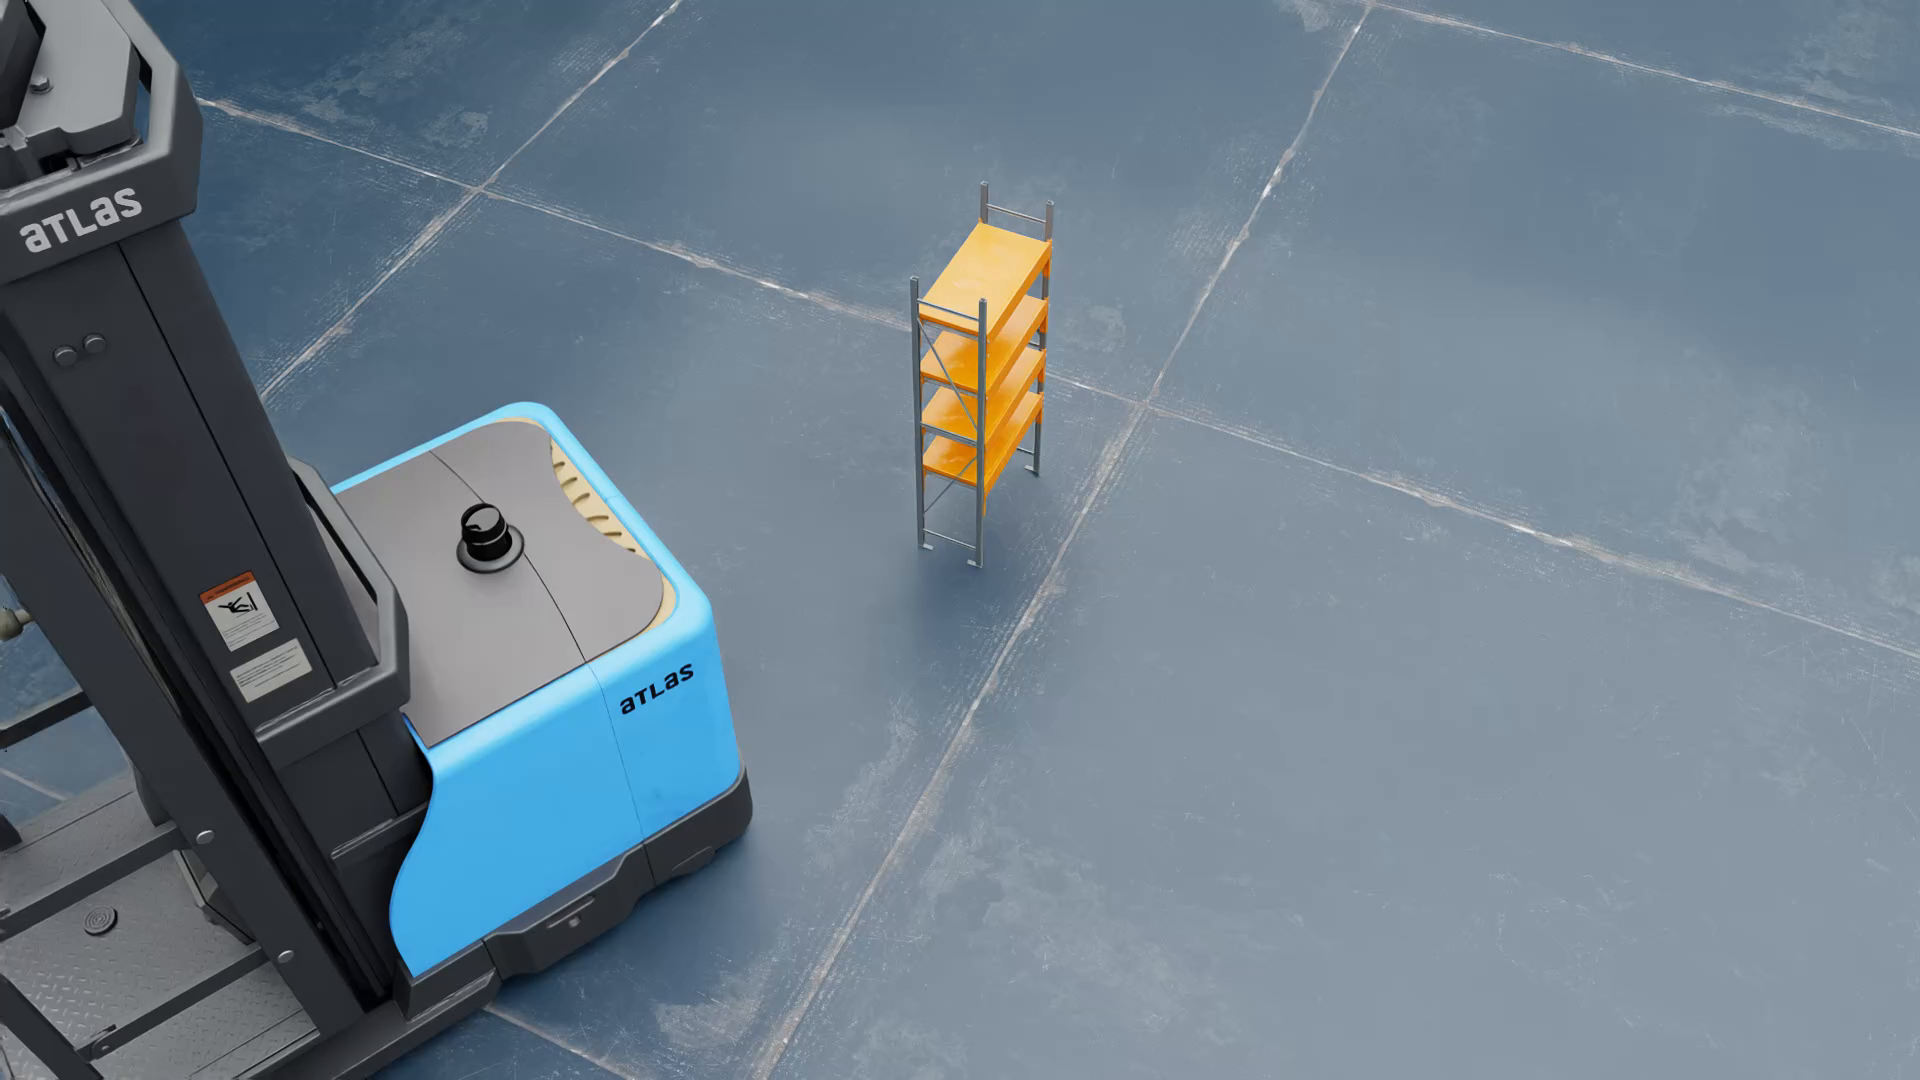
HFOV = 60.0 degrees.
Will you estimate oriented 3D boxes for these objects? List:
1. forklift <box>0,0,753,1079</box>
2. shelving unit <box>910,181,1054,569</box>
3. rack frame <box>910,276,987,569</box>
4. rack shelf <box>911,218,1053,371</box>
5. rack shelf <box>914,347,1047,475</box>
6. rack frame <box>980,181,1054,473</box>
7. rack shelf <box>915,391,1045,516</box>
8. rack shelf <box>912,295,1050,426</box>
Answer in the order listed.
[{"bbox_3d":[-2.103,0.296,3.574,3.031,2.935,1.130,-30,56,-23],"label":"forklift"},{"bbox_3d":[0.071,-0.503,5.390,0.258,1.200,0.503,20,52,16],"label":"shelving unit"},{"bbox_3d":[-0.034,-0.335,5.247,0.240,1.200,0.015,20,52,16],"label":"rack frame"},{"bbox_3d":[0.071,-0.757,5.091,0.258,0.148,0.480,20,52,16],"label":"rack shelf"},{"bbox_3d":[0.071,-0.459,5.441,0.258,0.148,0.480,20,52,16],"label":"rack shelf"},{"bbox_3d":[0.175,-0.671,5.533,0.240,1.200,0.015,20,52,16],"label":"rack frame"},{"bbox_3d":[0.071,-0.331,5.592,0.258,0.148,0.480,20,52,16],"label":"rack shelf"},{"bbox_3d":[0.071,-0.604,5.271,0.258,0.148,0.480,20,52,16],"label":"rack shelf"}]
